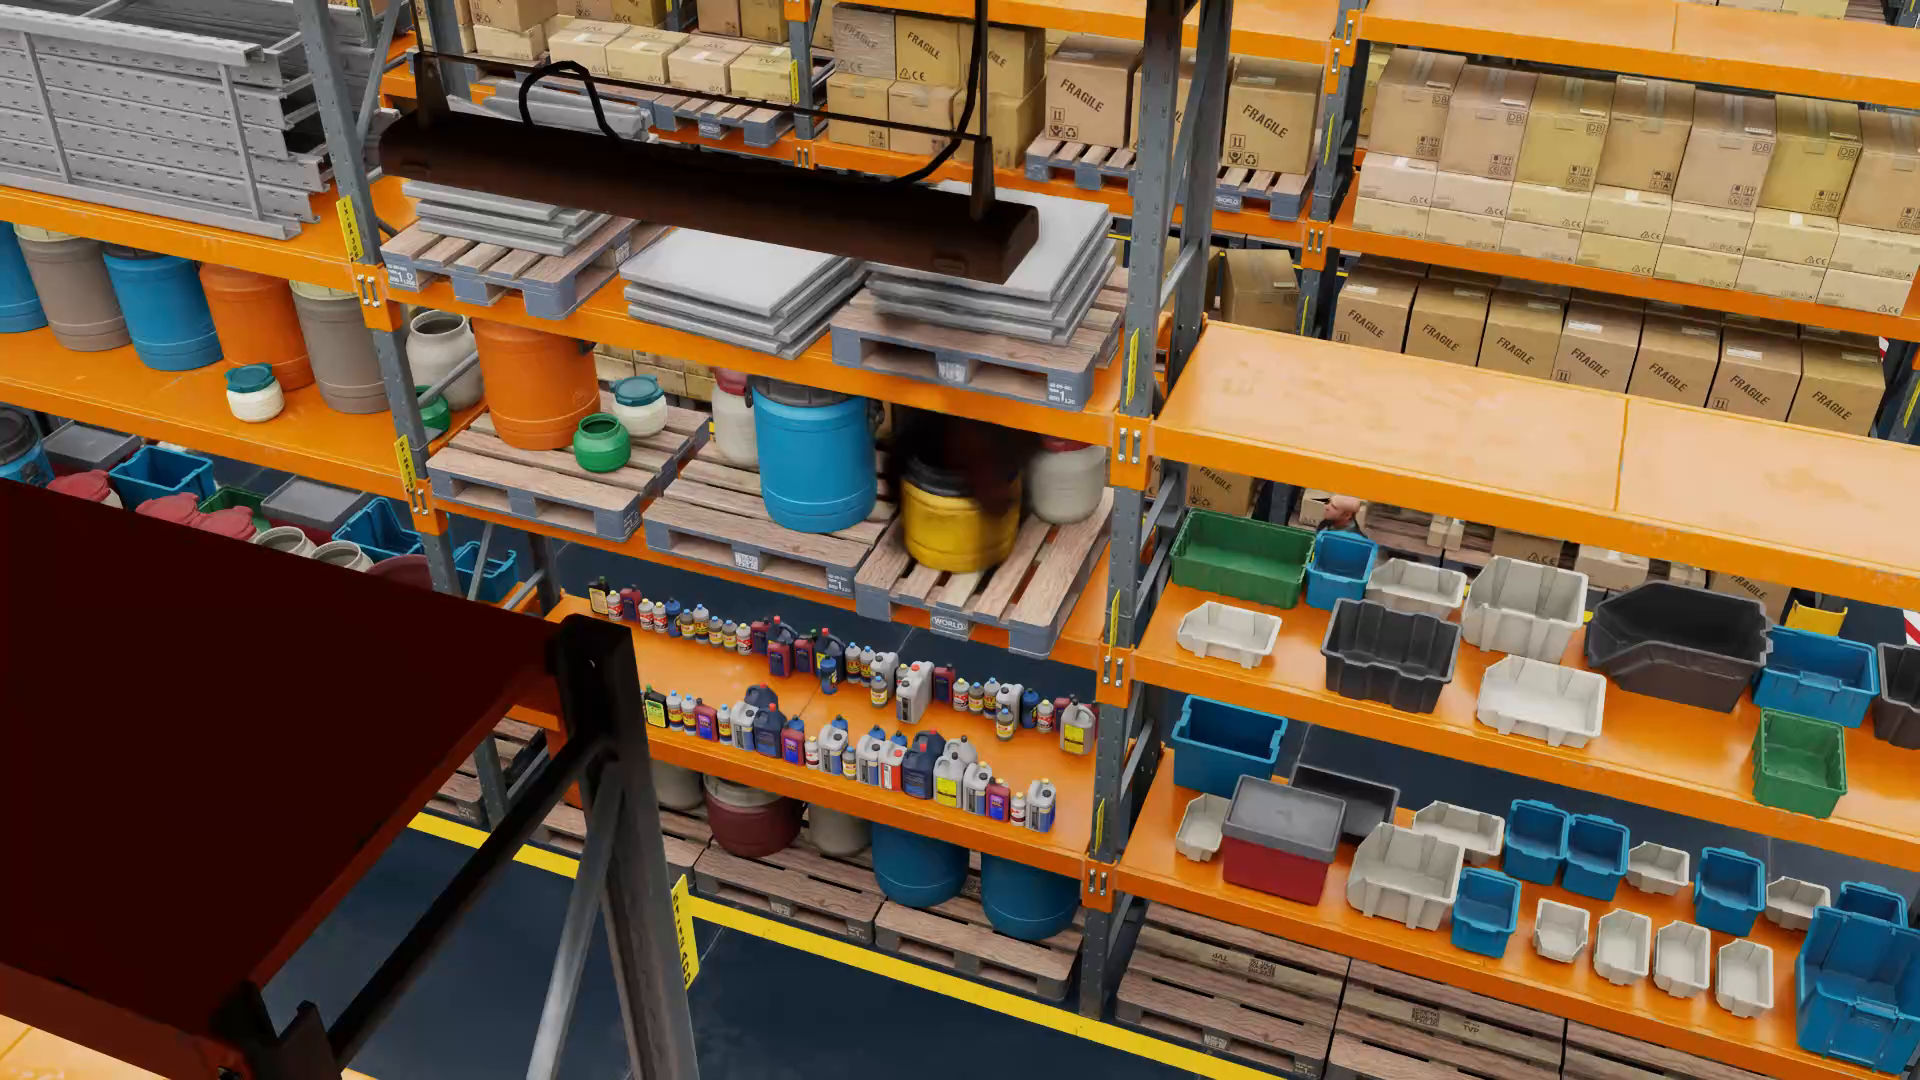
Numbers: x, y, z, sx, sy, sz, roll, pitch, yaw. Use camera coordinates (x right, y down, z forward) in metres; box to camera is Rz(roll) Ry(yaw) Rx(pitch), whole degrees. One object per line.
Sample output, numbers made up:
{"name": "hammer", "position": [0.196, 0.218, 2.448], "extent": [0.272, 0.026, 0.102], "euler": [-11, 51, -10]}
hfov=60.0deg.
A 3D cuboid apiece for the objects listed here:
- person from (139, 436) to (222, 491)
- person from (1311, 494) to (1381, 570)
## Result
{"name": "person", "position": [-6.141, -0.732, 12.918], "extent": [0.966, 1.741, 0.713], "euler": [11, 38, 15]}
{"name": "person", "position": [2.576, 0.456, 11.495], "extent": [0.877, 1.564, 0.636], "euler": [4, 37, 5]}
